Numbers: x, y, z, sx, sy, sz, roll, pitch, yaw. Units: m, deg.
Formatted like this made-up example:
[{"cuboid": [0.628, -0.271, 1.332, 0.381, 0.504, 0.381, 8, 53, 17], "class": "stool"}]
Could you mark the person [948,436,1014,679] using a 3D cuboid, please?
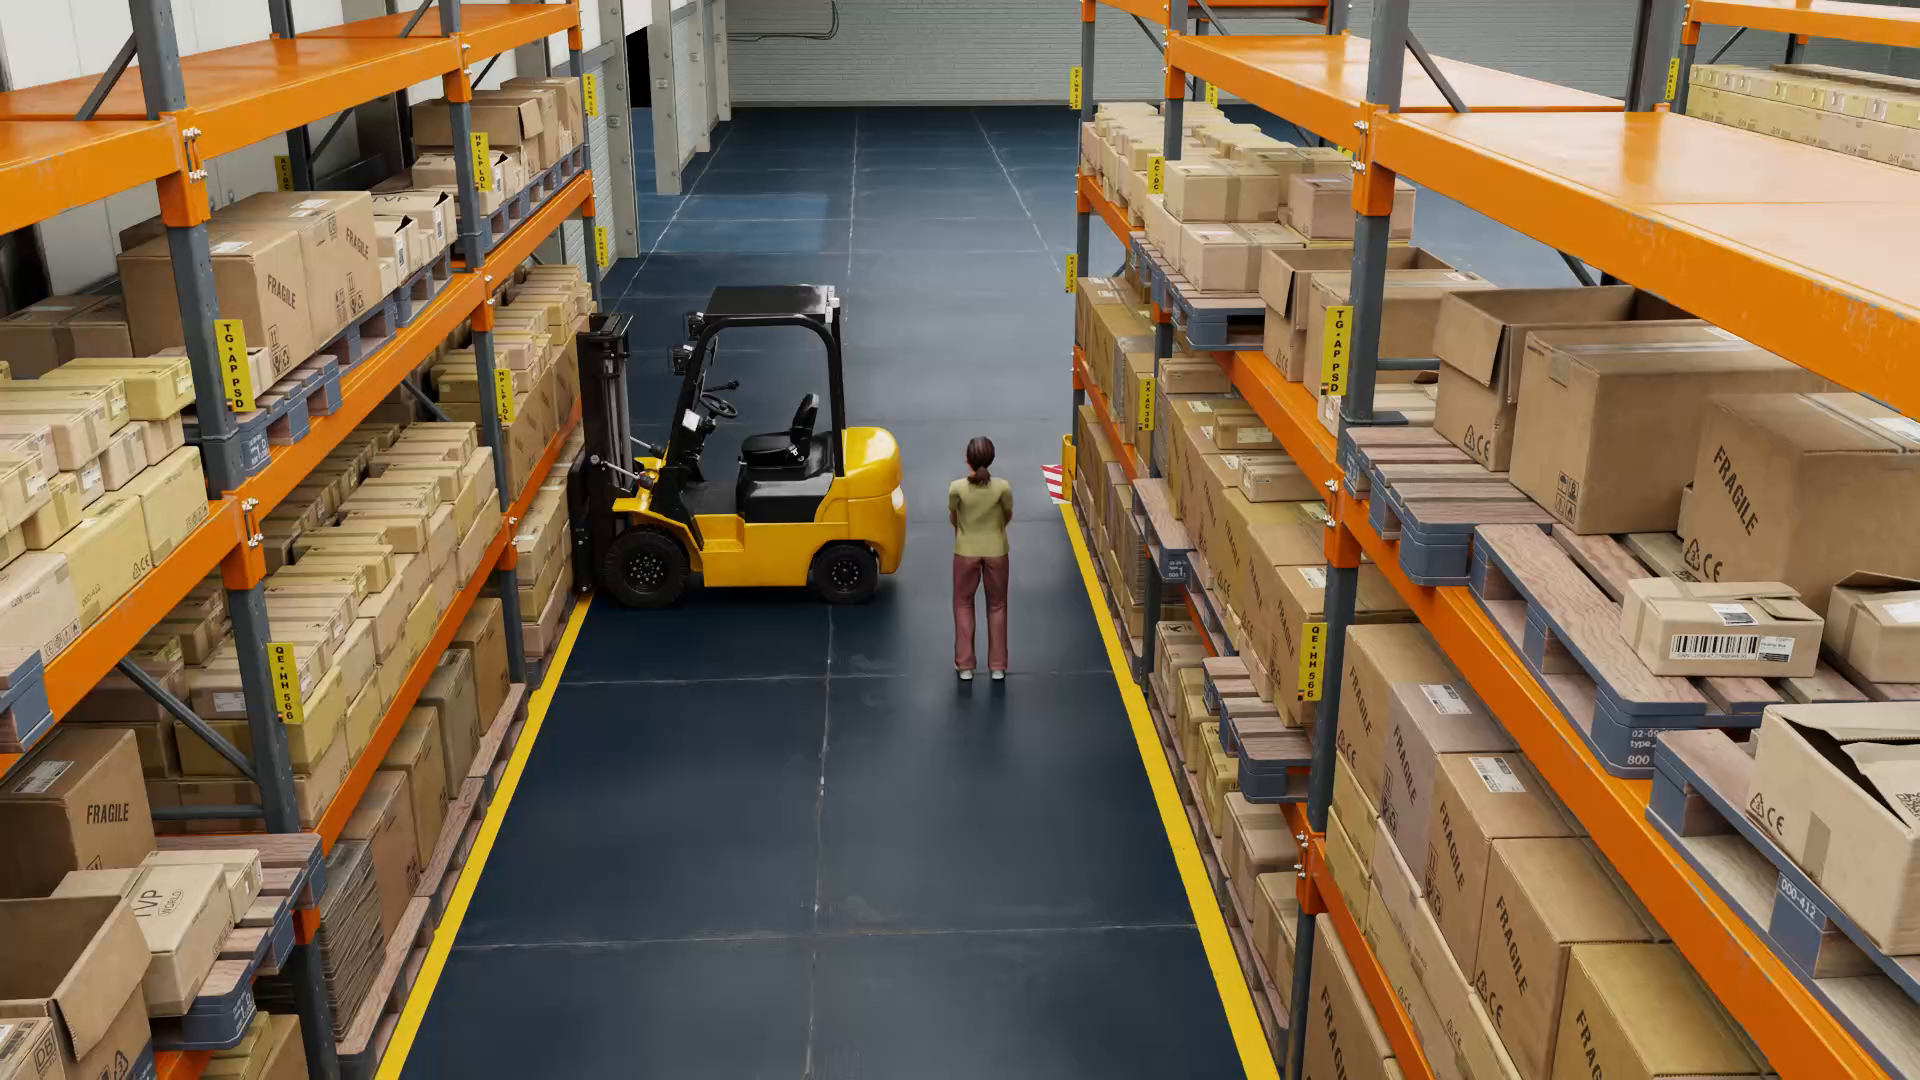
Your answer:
[{"cuboid": [0.131, 0.089, 10.861, 0.425, 1.664, 0.551, -1, 20, -2], "class": "person"}]
